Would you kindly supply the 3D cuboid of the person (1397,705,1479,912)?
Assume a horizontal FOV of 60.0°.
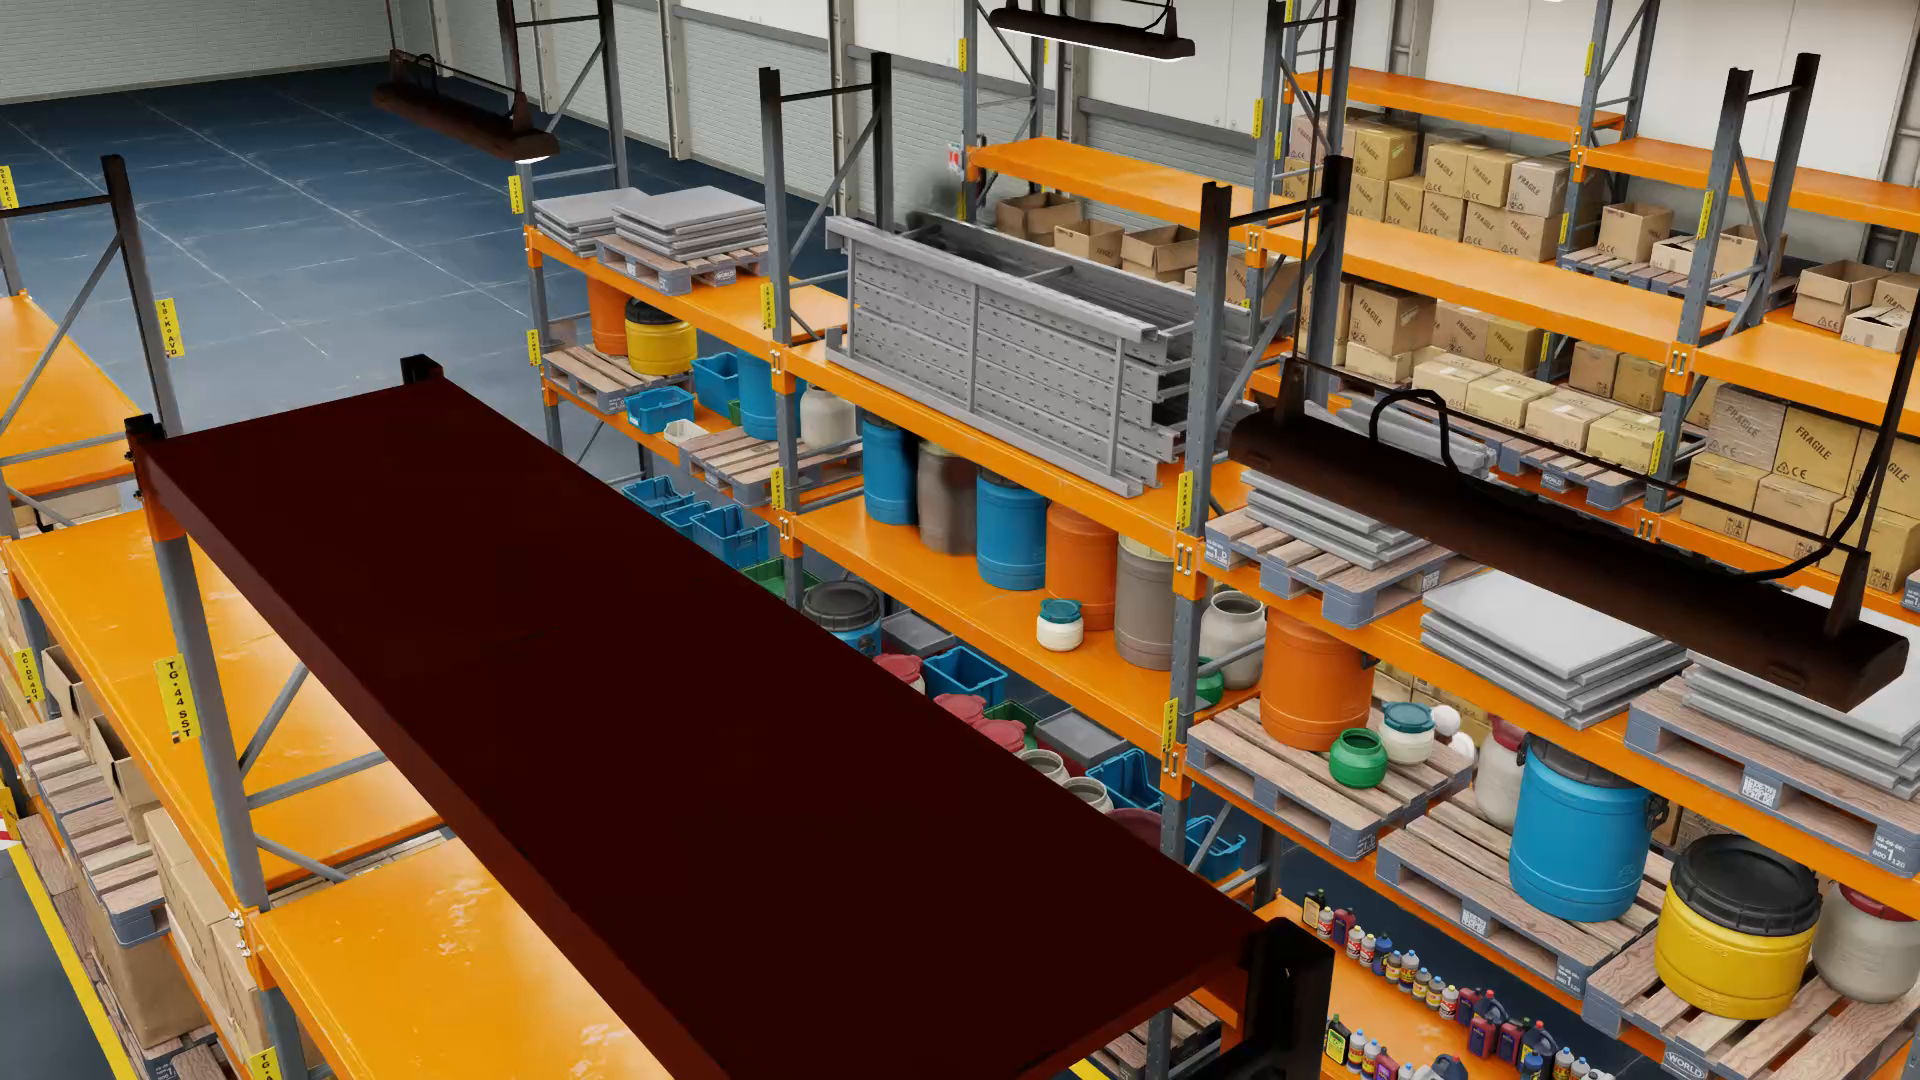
[{"bbox_3d":[3.386,1.941,11.638,0.637,1.720,0.668,23,34,39],"label":"person"}]
